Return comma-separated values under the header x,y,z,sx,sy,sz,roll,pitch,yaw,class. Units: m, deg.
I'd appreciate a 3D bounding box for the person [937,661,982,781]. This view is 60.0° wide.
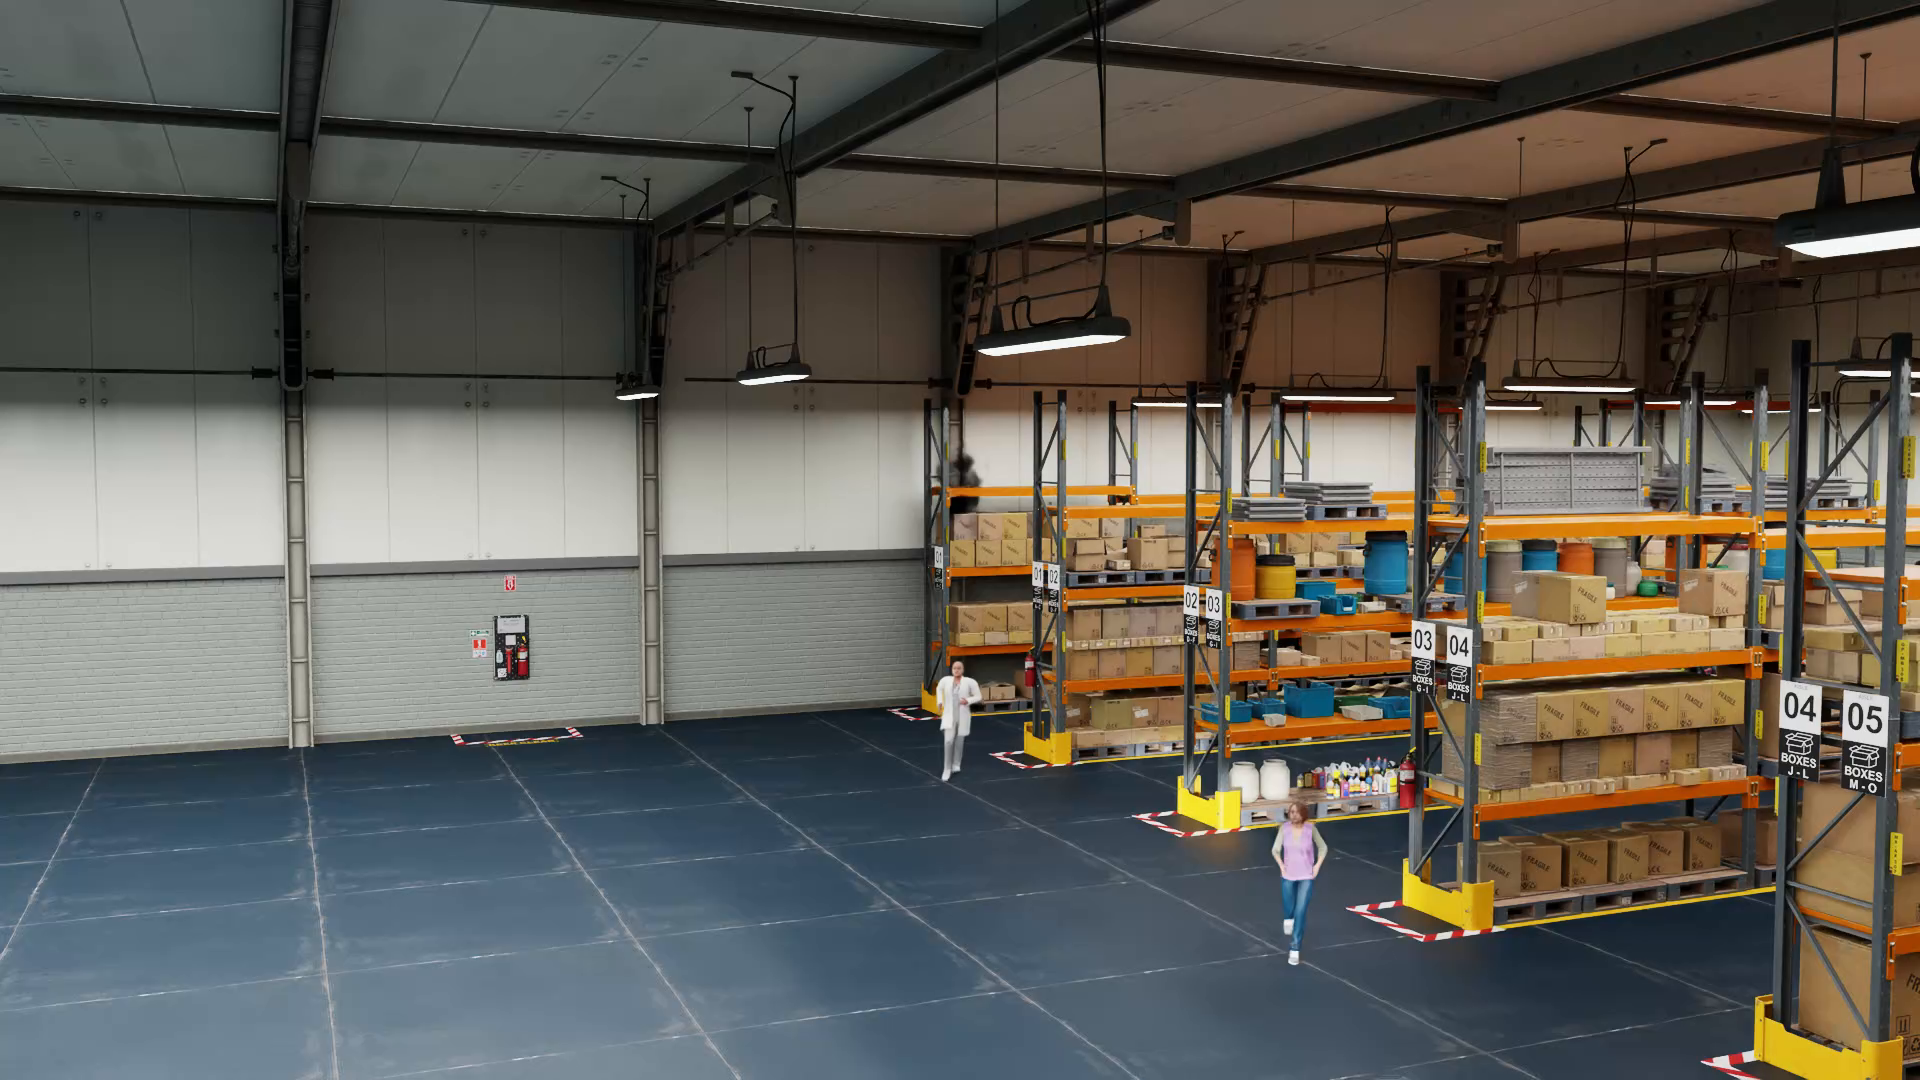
x,y,z,sx,sy,sz,roll,pitch,yaw,class
-0.017,2.775,25.605,0.718,1.840,0.774,0,3,5,person

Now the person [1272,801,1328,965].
x,y,z,sx,sy,sz,roll,pitch,yaw,class
3.420,3.404,16.757,0.545,1.591,0.741,1,4,18,person
